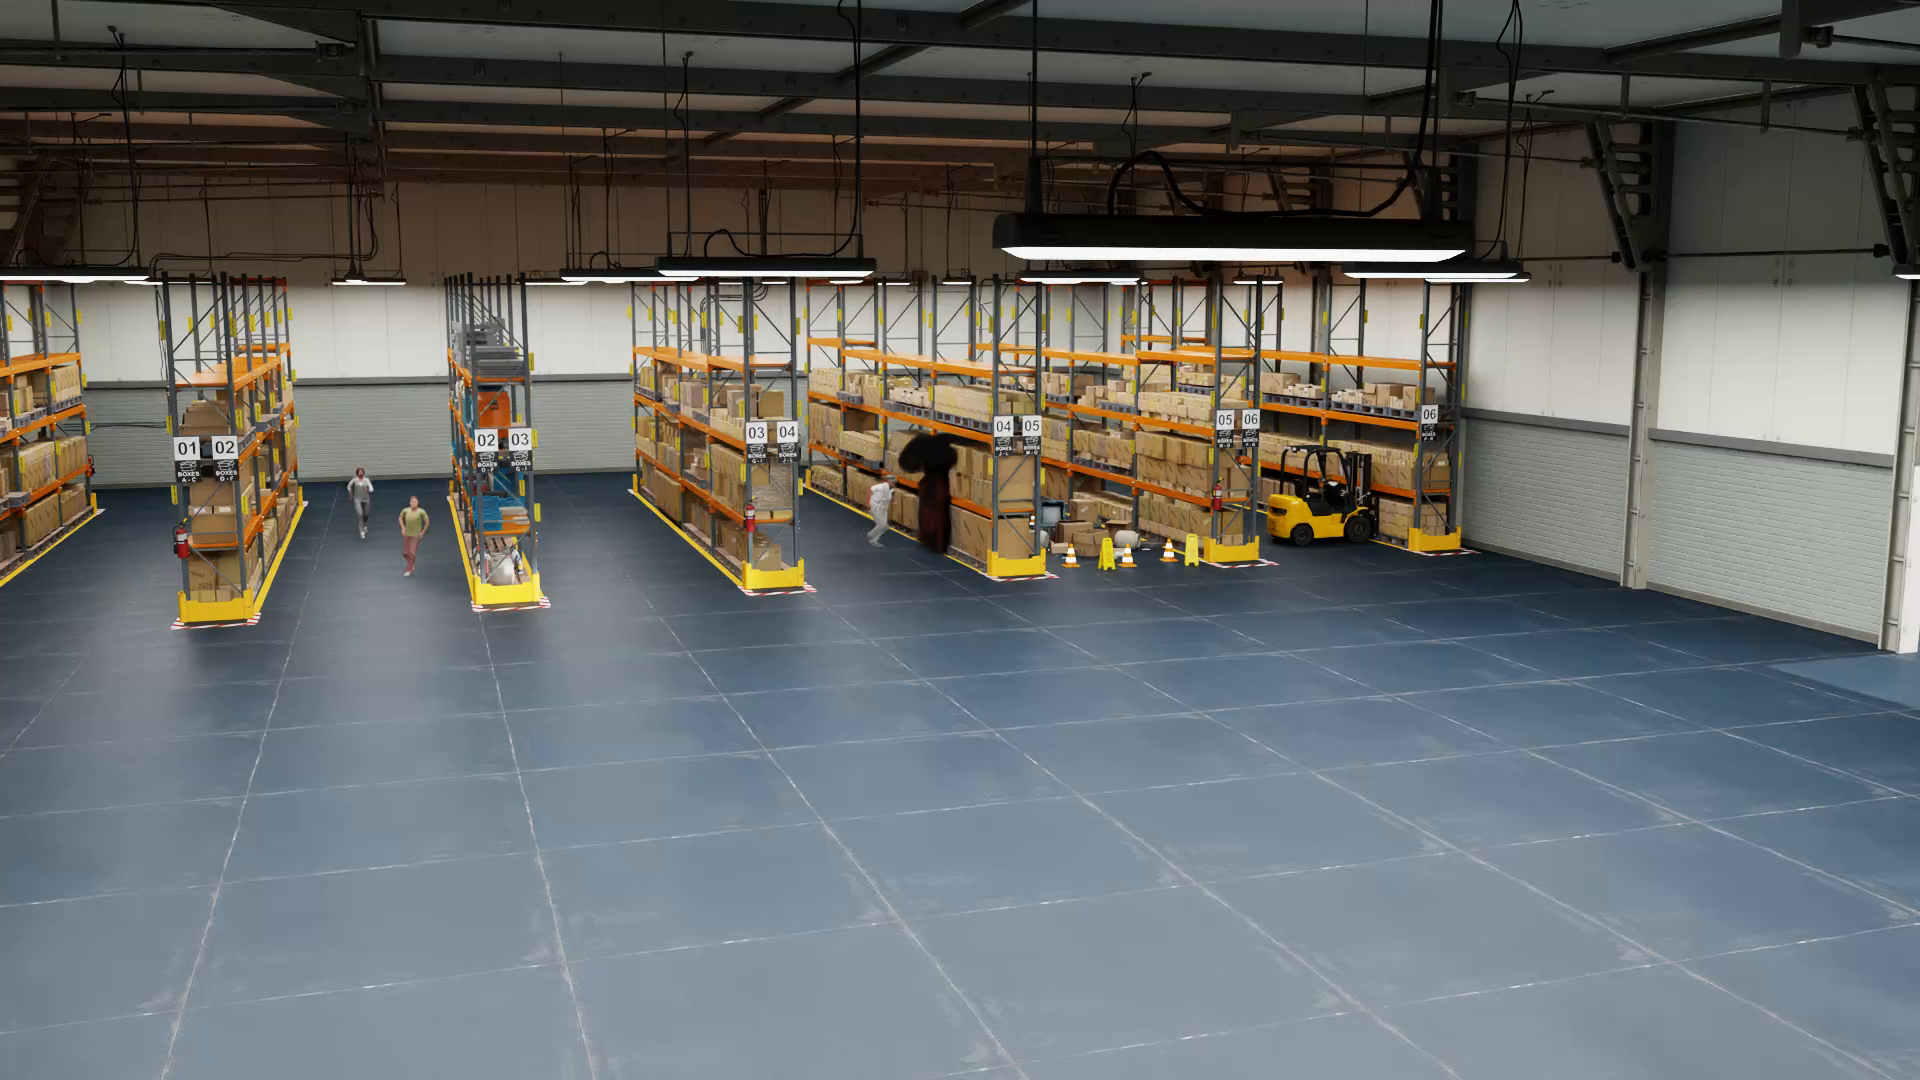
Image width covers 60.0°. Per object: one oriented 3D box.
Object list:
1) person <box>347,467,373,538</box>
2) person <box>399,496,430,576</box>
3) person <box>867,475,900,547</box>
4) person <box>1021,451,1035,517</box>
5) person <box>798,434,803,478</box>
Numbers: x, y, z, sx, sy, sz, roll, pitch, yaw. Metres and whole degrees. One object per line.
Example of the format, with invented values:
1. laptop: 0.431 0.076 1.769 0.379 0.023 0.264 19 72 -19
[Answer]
1. person: -13.868 -0.890 38.526 0.545 1.594 0.887 -4 10 -26
2. person: -10.949 -0.097 33.415 0.613 1.626 0.532 0 9 -3
3. person: -1.655 -0.602 35.031 0.784 1.572 0.694 7 11 39
4. person: 1.678 -1.385 41.658 0.710 1.664 0.934 -7 11 -38
5. person: -4.903 -2.521 49.197 0.650 1.748 0.724 3 9 22
